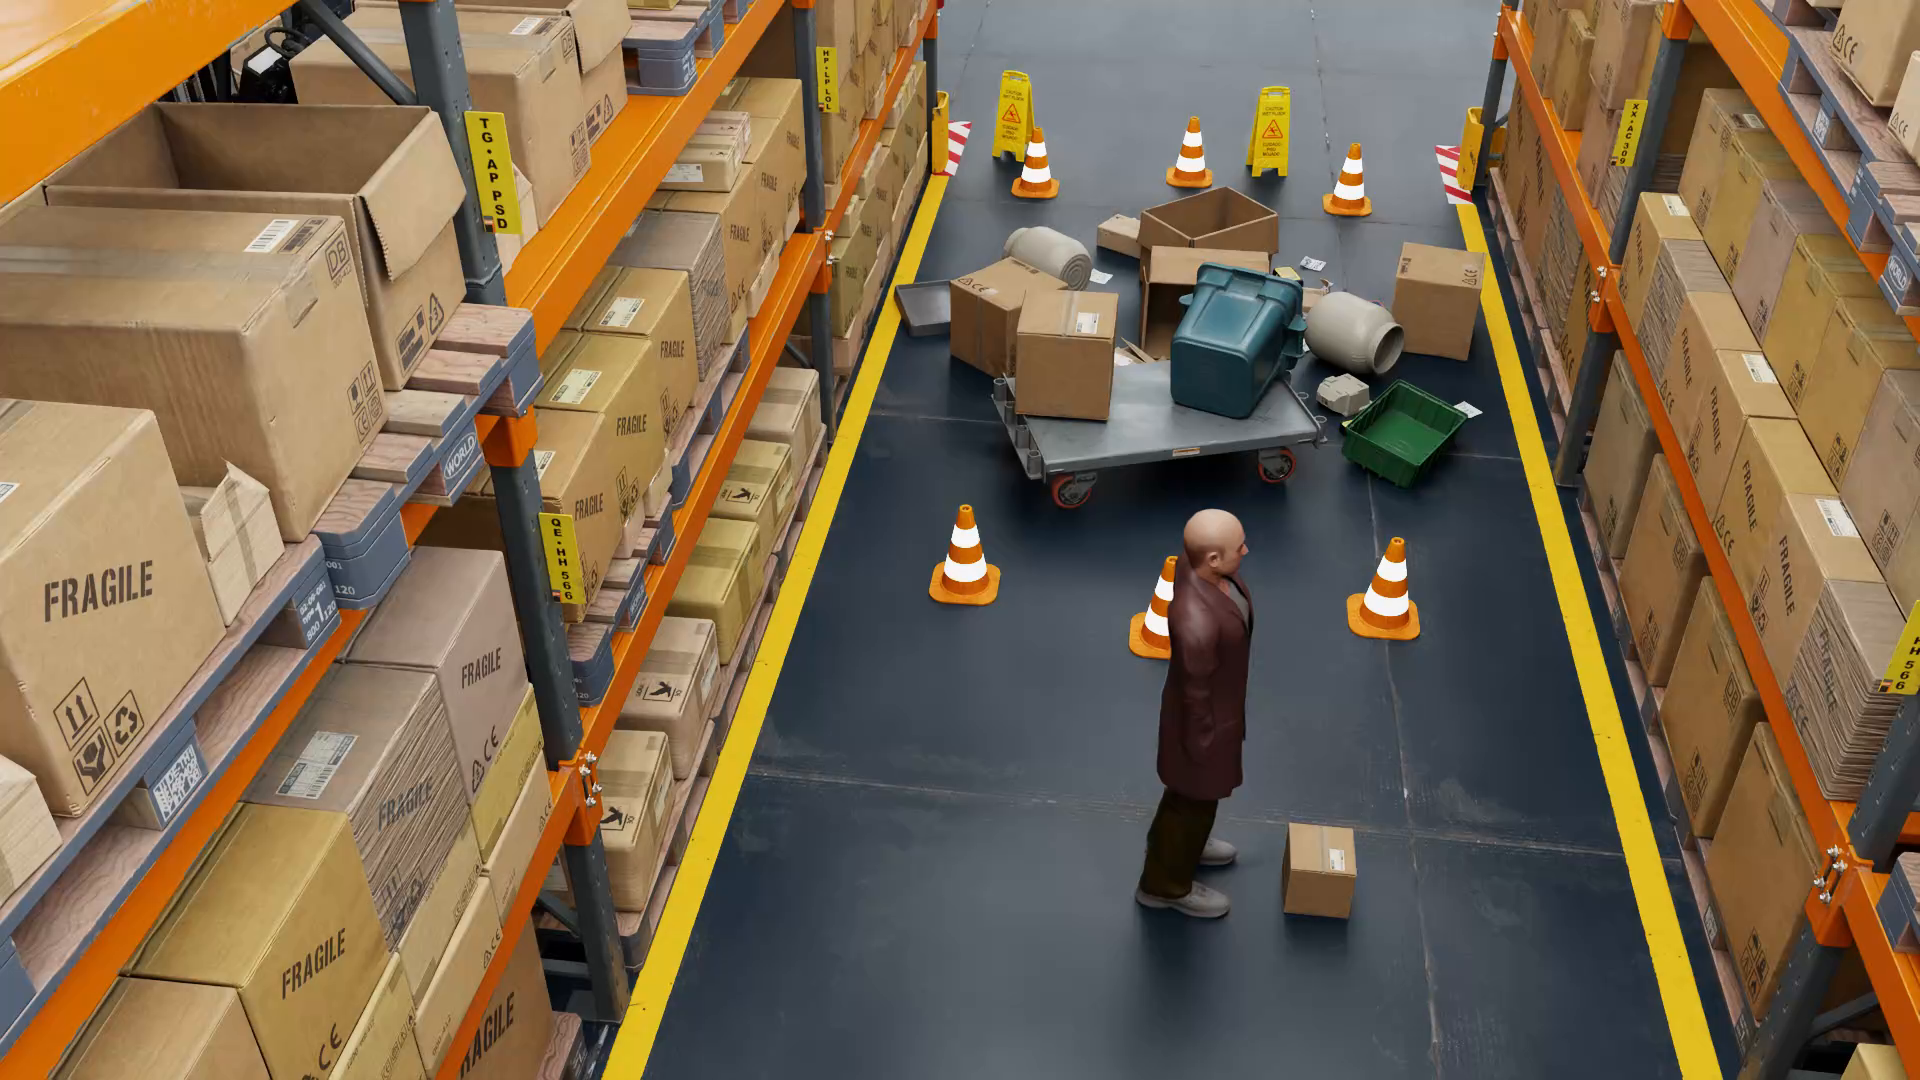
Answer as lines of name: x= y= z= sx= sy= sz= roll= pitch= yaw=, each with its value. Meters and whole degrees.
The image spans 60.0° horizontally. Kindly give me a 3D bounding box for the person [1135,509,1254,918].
person: x=0.911 y=0.634 z=6.174 sx=0.396 sy=1.776 sz=0.563 roll=5 pitch=36 yaw=7
